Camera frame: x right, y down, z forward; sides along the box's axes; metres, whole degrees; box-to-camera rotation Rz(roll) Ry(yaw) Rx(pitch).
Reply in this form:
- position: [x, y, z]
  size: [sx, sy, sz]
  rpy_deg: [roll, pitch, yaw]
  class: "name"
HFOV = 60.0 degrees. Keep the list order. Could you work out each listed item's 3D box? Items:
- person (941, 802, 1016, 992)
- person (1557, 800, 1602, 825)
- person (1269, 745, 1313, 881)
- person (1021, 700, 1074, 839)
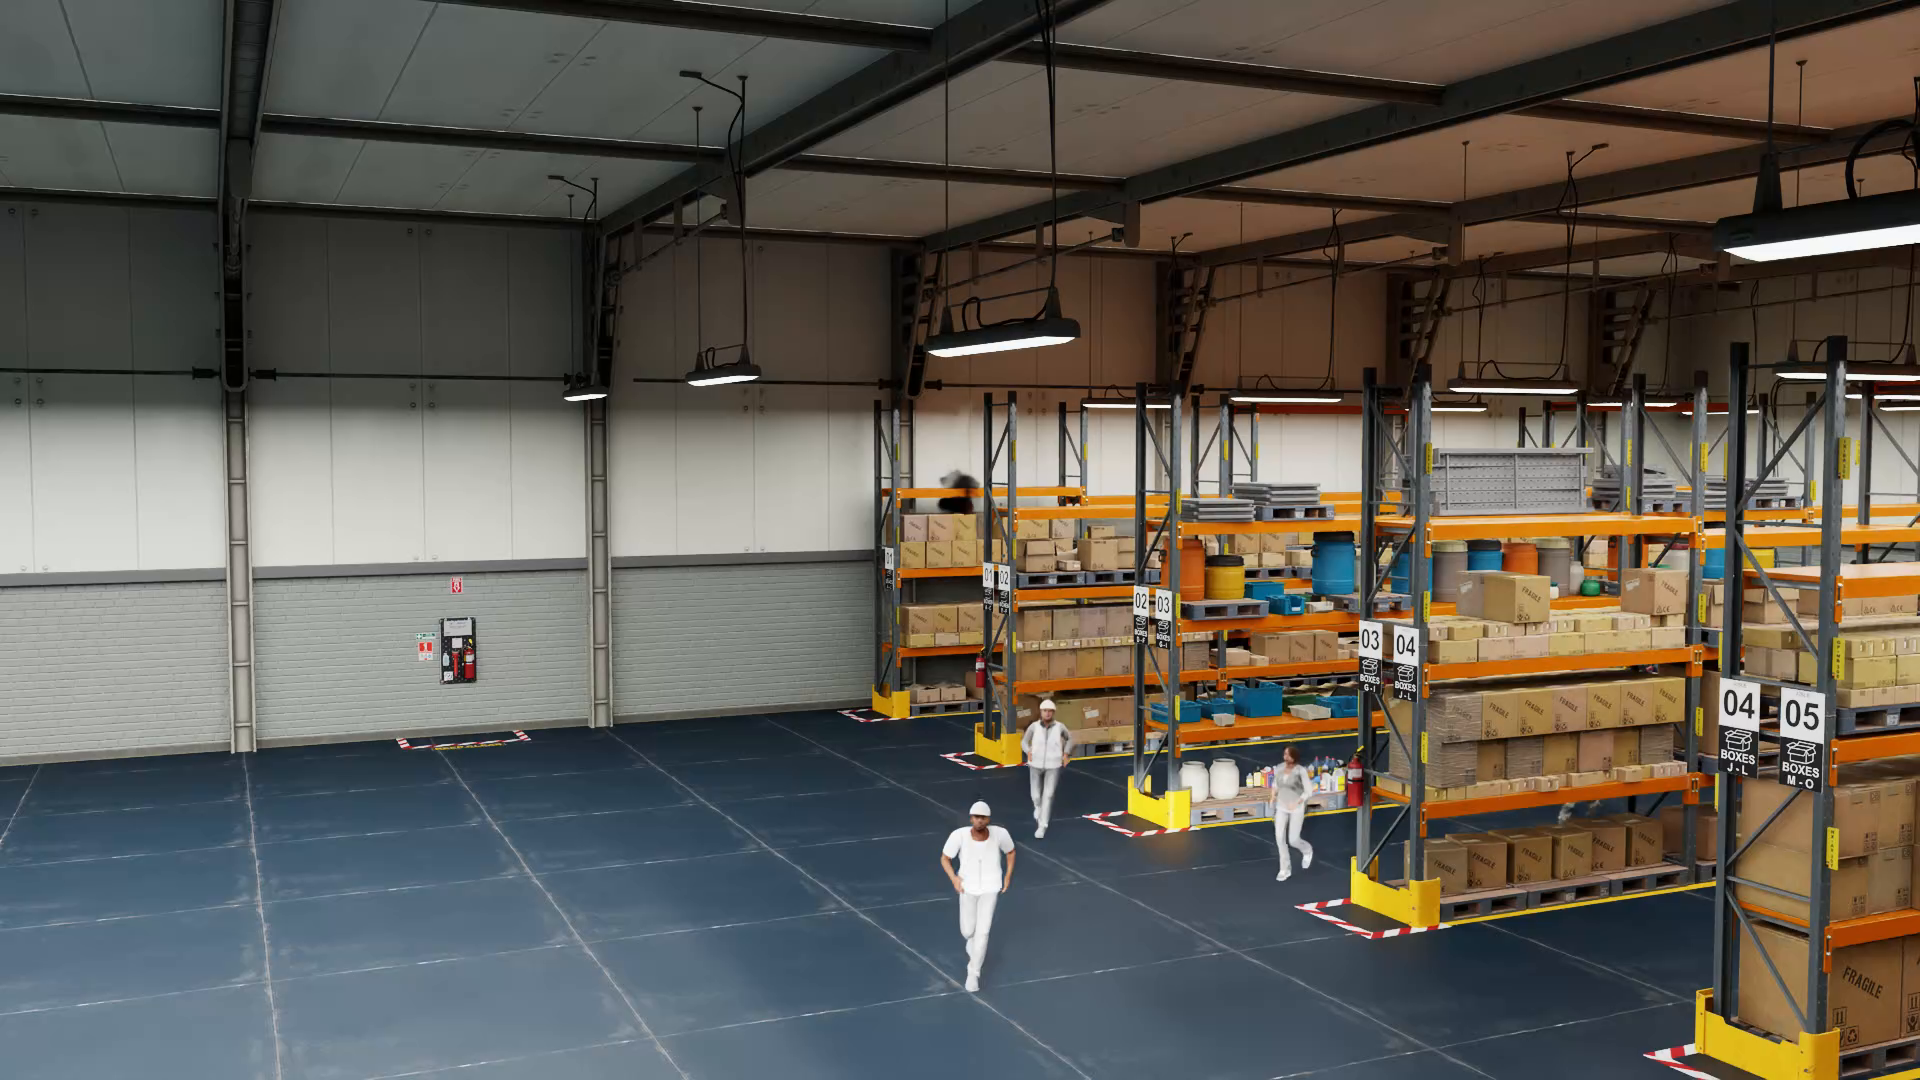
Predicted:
- position: [0.179, 3.369, 16.046]
  size: [0.727, 1.751, 0.883]
  rpy_deg: [0, 3, 0]
  class: "person"
- position: [8.313, 2.982, 22.388]
  size: [0.912, 1.849, 0.690]
  rpy_deg: [-2, 4, -30]
  class: "person"
- position: [3.953, 3.226, 19.827]
  size: [0.561, 1.583, 0.647]
  rpy_deg: [3, 4, 41]
  class: "person"
- position: [1.147, 3.000, 22.078]
  size: [0.693, 1.764, 0.963]
  rpy_deg: [1, 3, 9]
  class: "person"
